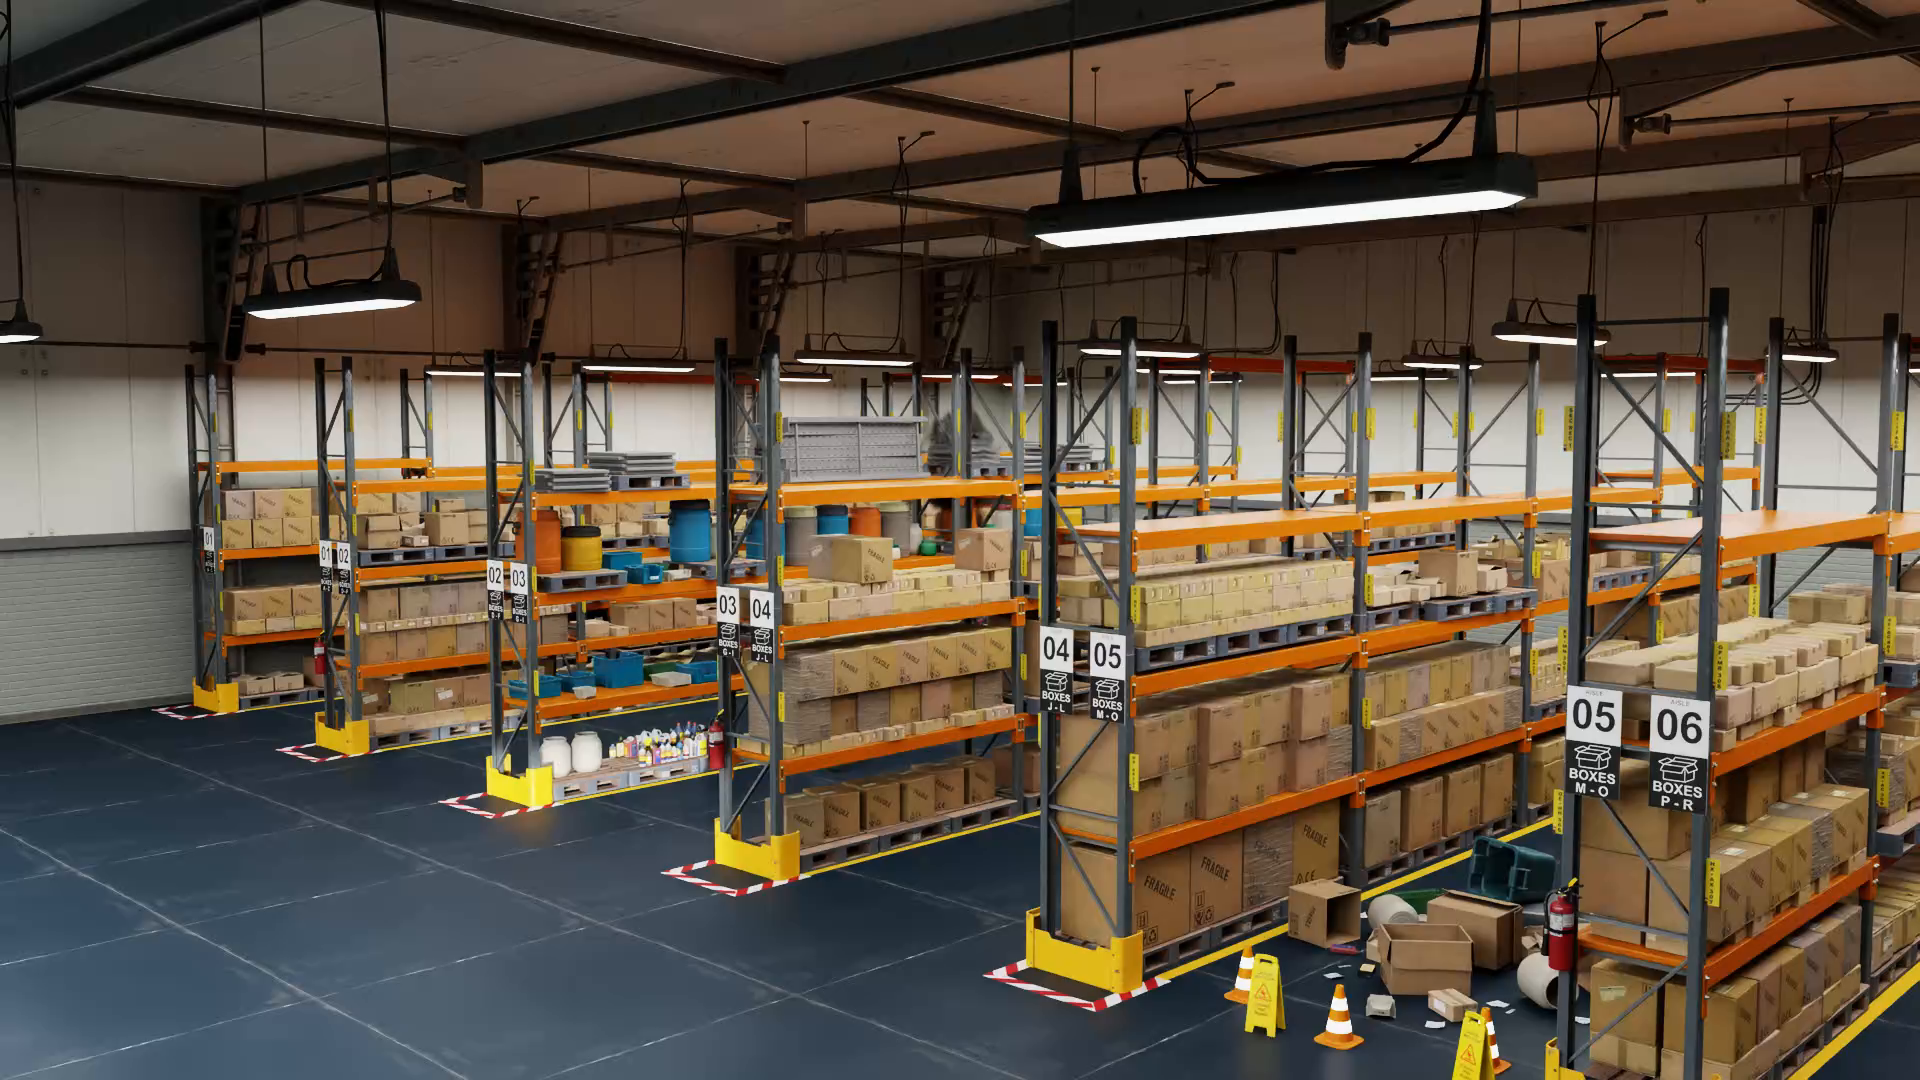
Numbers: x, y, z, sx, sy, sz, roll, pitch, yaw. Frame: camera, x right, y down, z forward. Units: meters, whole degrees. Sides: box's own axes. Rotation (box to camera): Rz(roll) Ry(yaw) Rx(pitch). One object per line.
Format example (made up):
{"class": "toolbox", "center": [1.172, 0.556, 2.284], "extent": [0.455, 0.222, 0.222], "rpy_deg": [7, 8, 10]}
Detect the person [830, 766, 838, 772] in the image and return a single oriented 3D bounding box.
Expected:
{"class": "person", "center": [-1.776, 2.500, 24.089], "extent": [0.651, 1.670, 0.580], "rpy_deg": [1, 4, 11]}
